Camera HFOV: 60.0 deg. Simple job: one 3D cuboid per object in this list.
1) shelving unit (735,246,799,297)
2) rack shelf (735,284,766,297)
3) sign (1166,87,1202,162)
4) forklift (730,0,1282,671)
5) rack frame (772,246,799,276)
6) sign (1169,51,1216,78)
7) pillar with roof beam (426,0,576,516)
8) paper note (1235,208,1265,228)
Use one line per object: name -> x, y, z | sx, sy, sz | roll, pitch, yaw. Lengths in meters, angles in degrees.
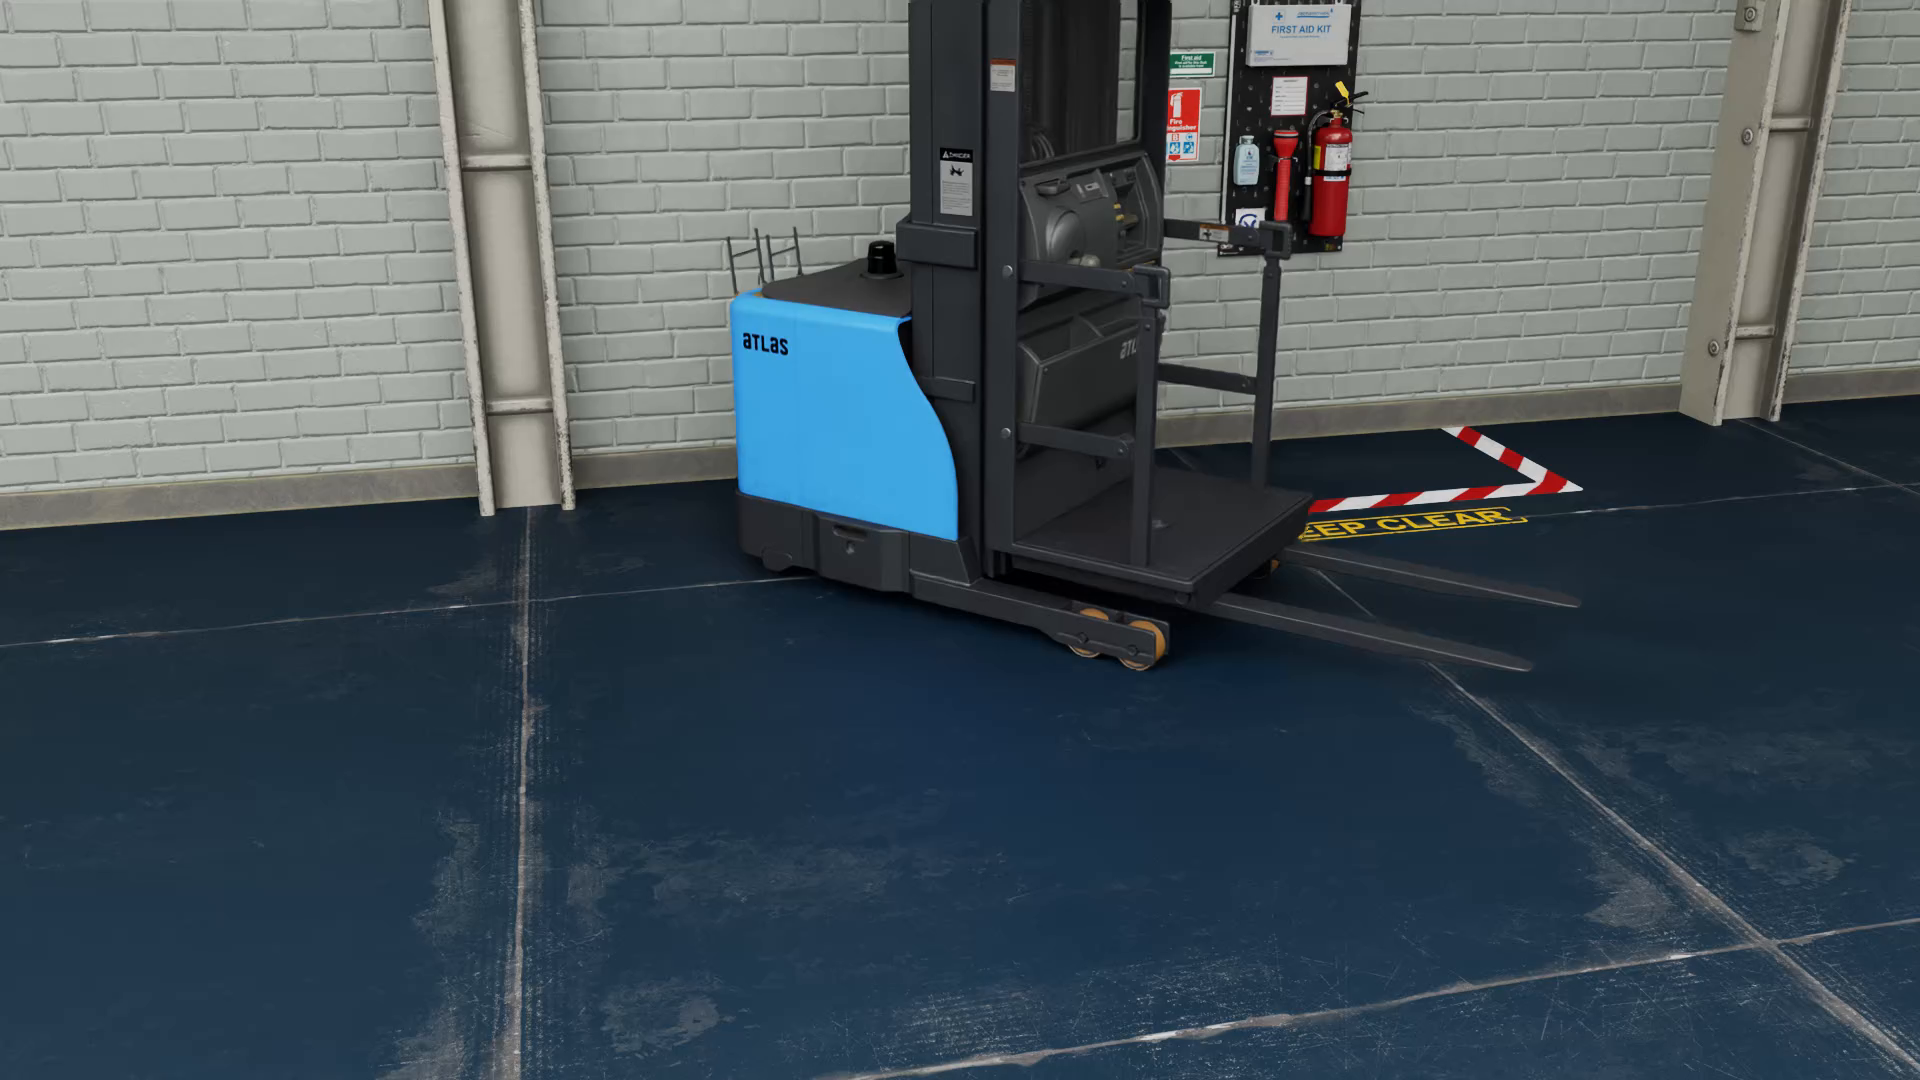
shelving unit -> -0.742, -0.677, 6.897 | 0.183, 1.046, 0.258 | 3, 19, 25
rack shelf -> -0.774, -0.976, 6.803 | 0.180, 0.103, 0.258 | 3, 19, 25
sign -> 10.192, -0.621, 4.008 | 16.451, 0.391, 11.513 | -5, 21, -12
forklift -> 0.643, -1.144, 5.676 | 3.031, 2.935, 1.130 | 12, 24, 30
rack frame -> -0.661, -0.673, 6.859 | 0.002, 1.046, 0.228 | 3, 19, 25
sign -> 0.984, -2.124, 7.429 | 0.331, 0.109, 0.001 | -5, 21, -12
pillar with roof beam -> -0.896, -2.954, 1.795 | 0.400, 9.000, 9.100 | -5, 21, -12
paper note -> 1.351, -1.465, 7.735 | 0.142, 0.148, 0.016 | -5, 21, -12
